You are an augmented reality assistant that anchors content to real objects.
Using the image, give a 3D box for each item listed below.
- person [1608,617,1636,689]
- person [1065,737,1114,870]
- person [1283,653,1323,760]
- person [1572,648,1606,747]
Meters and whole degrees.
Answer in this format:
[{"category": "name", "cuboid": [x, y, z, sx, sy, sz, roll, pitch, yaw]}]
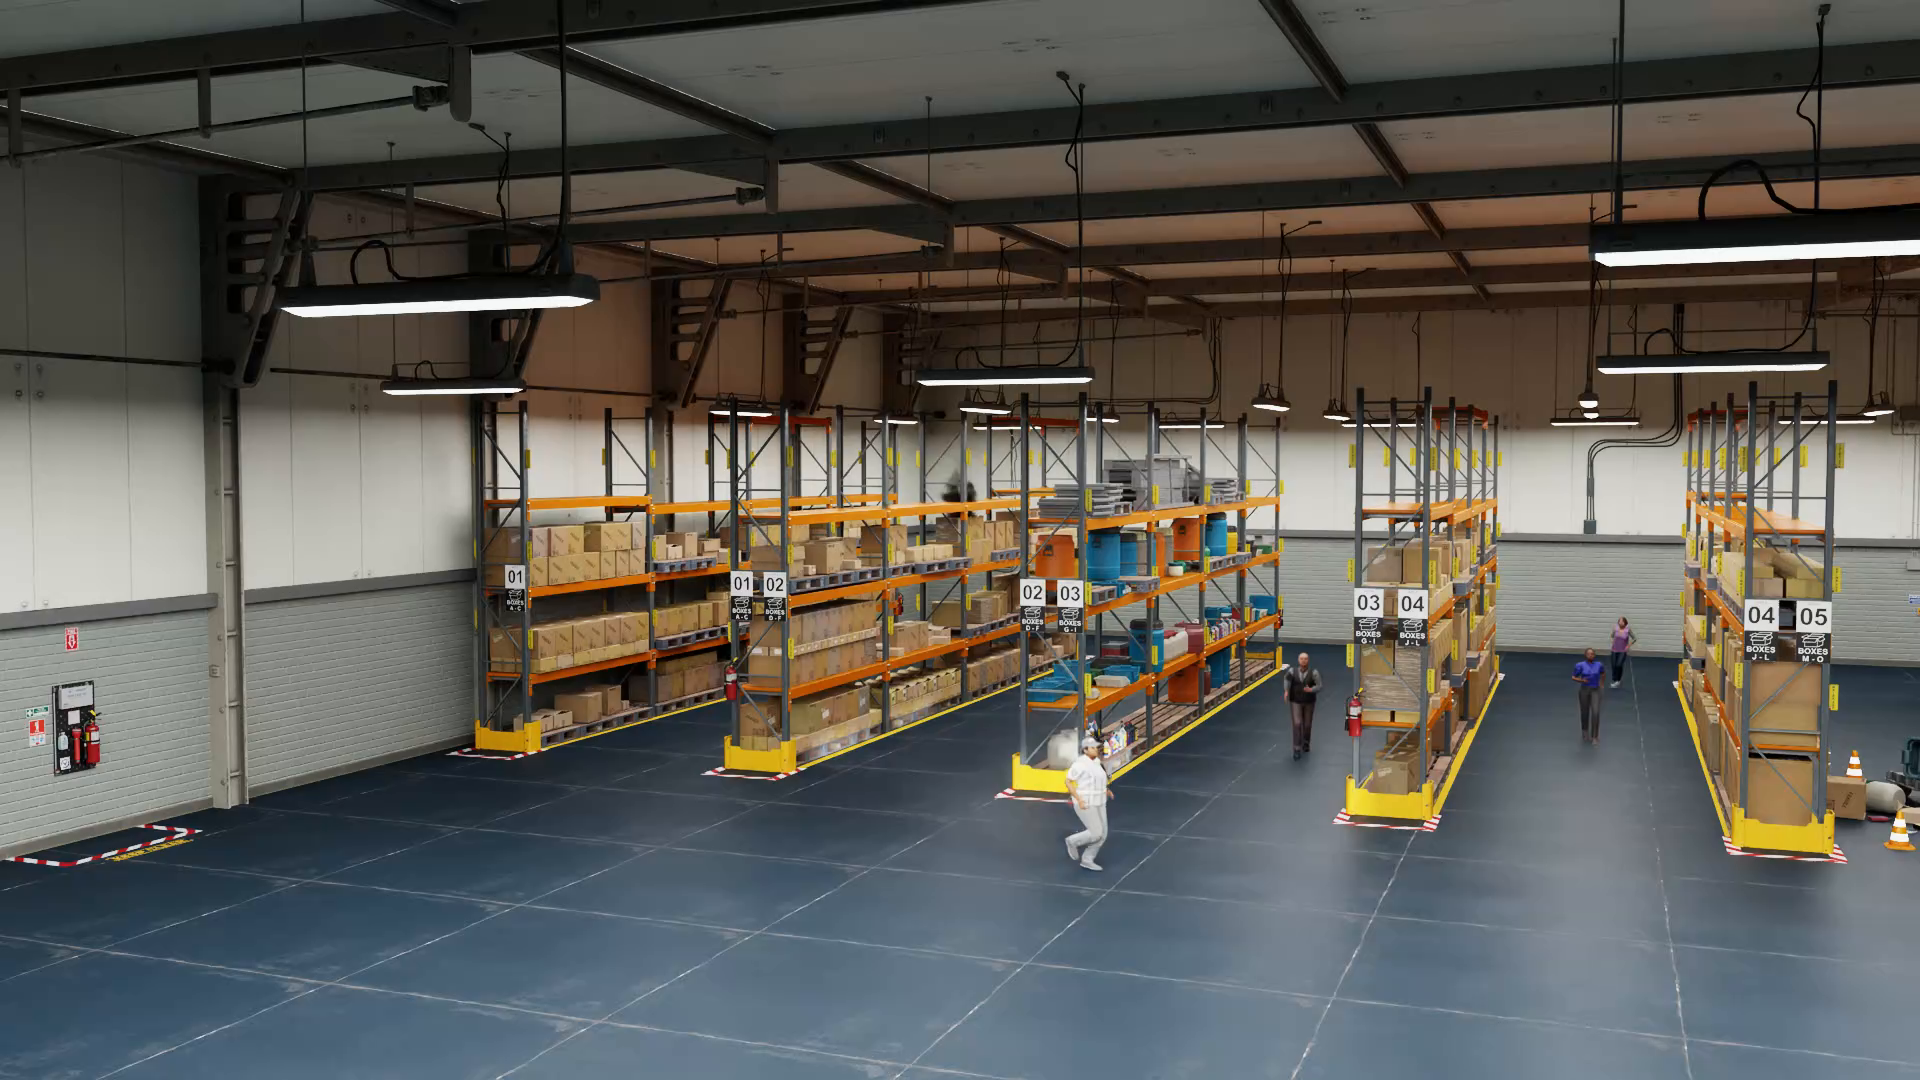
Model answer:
[{"category": "person", "cuboid": [14.369, 2.563, 36.171, 0.540, 1.374, 0.641, 2, 3, 37]}, {"category": "person", "cuboid": [1.592, 3.211, 20.249, 0.549, 1.623, 0.608, 2, 4, 40]}, {"category": "person", "cuboid": [5.764, 2.758, 27.939, 0.657, 1.733, 0.879, 1, 3, 11]}, {"category": "person", "cuboid": [11.076, 2.746, 29.291, 0.574, 1.687, 0.821, 1, 3, 18]}]
